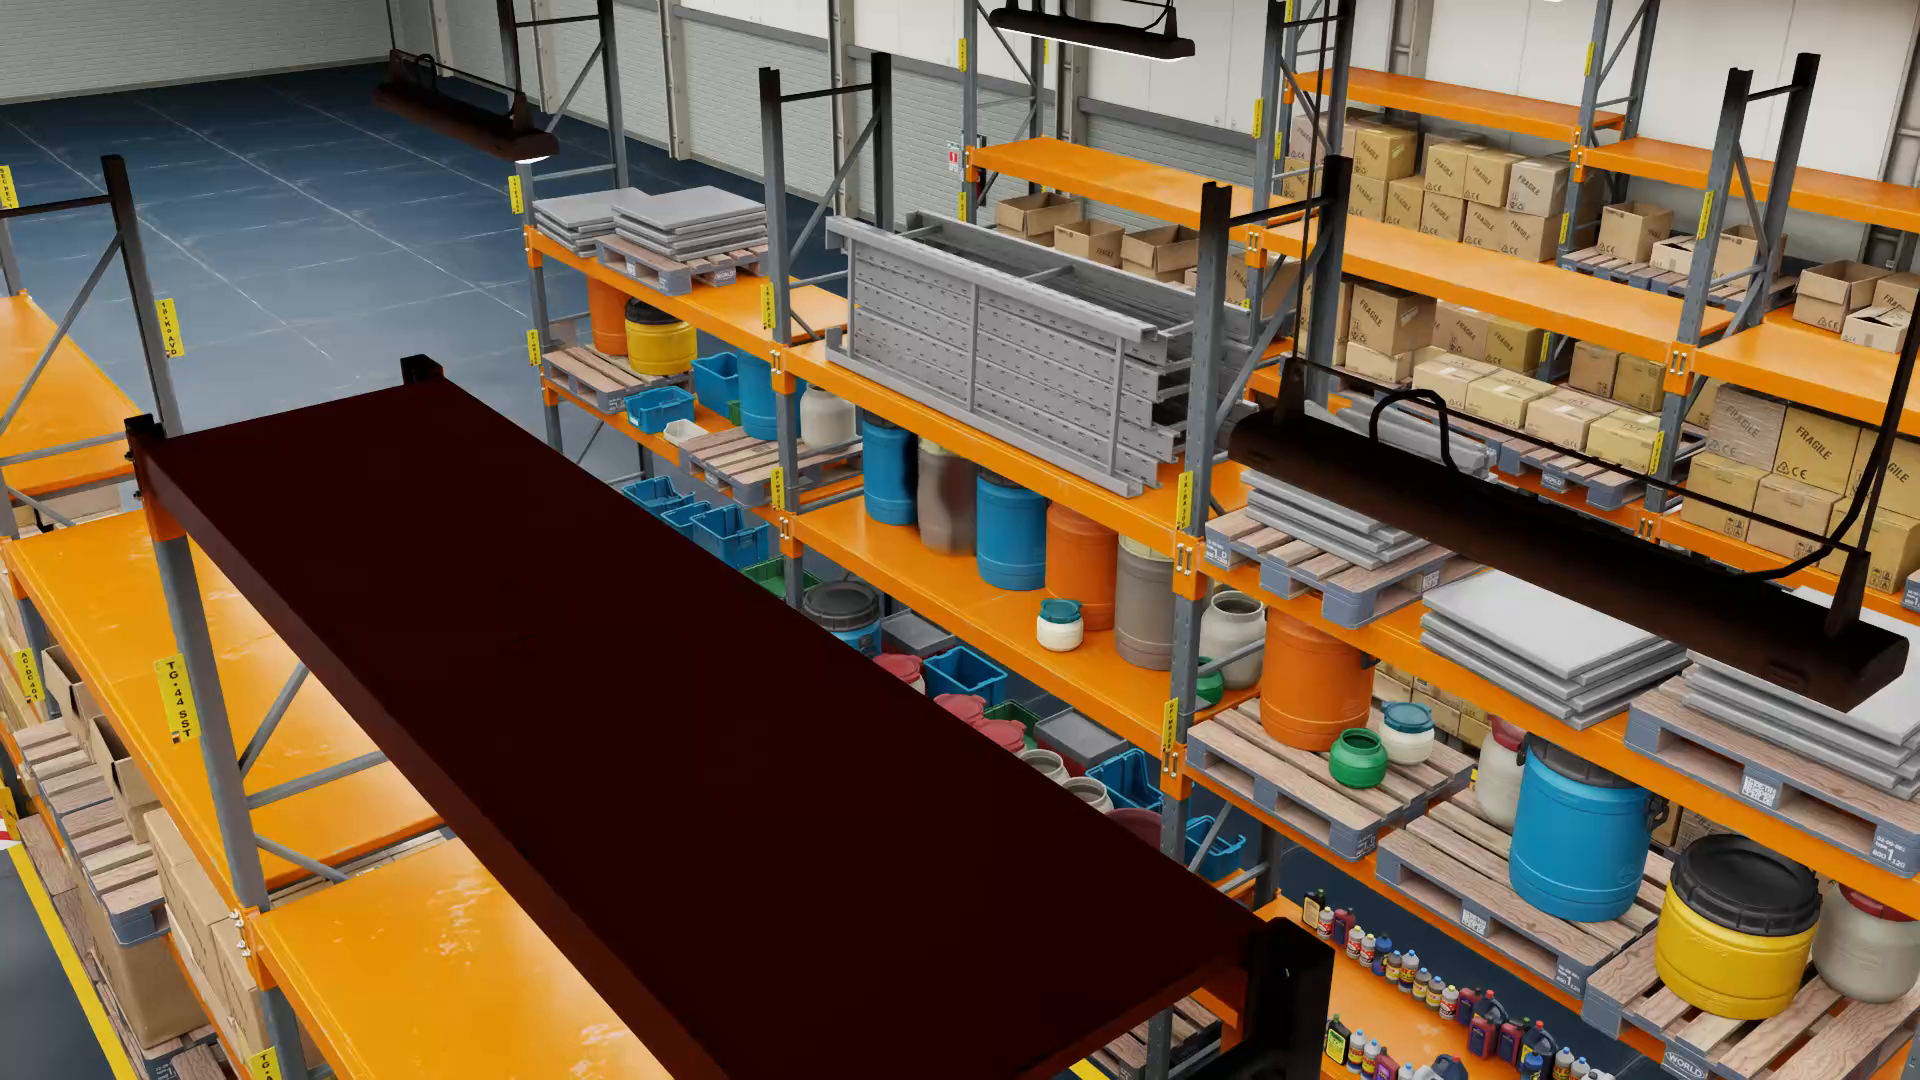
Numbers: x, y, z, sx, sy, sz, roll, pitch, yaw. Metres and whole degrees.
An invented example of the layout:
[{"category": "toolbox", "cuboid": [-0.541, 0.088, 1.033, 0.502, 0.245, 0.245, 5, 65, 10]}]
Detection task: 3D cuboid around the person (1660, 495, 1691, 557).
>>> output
[{"category": "person", "cuboid": [6.947, 0.073, 16.162, 0.507, 1.696, 0.450, 20, 32, 36]}]
